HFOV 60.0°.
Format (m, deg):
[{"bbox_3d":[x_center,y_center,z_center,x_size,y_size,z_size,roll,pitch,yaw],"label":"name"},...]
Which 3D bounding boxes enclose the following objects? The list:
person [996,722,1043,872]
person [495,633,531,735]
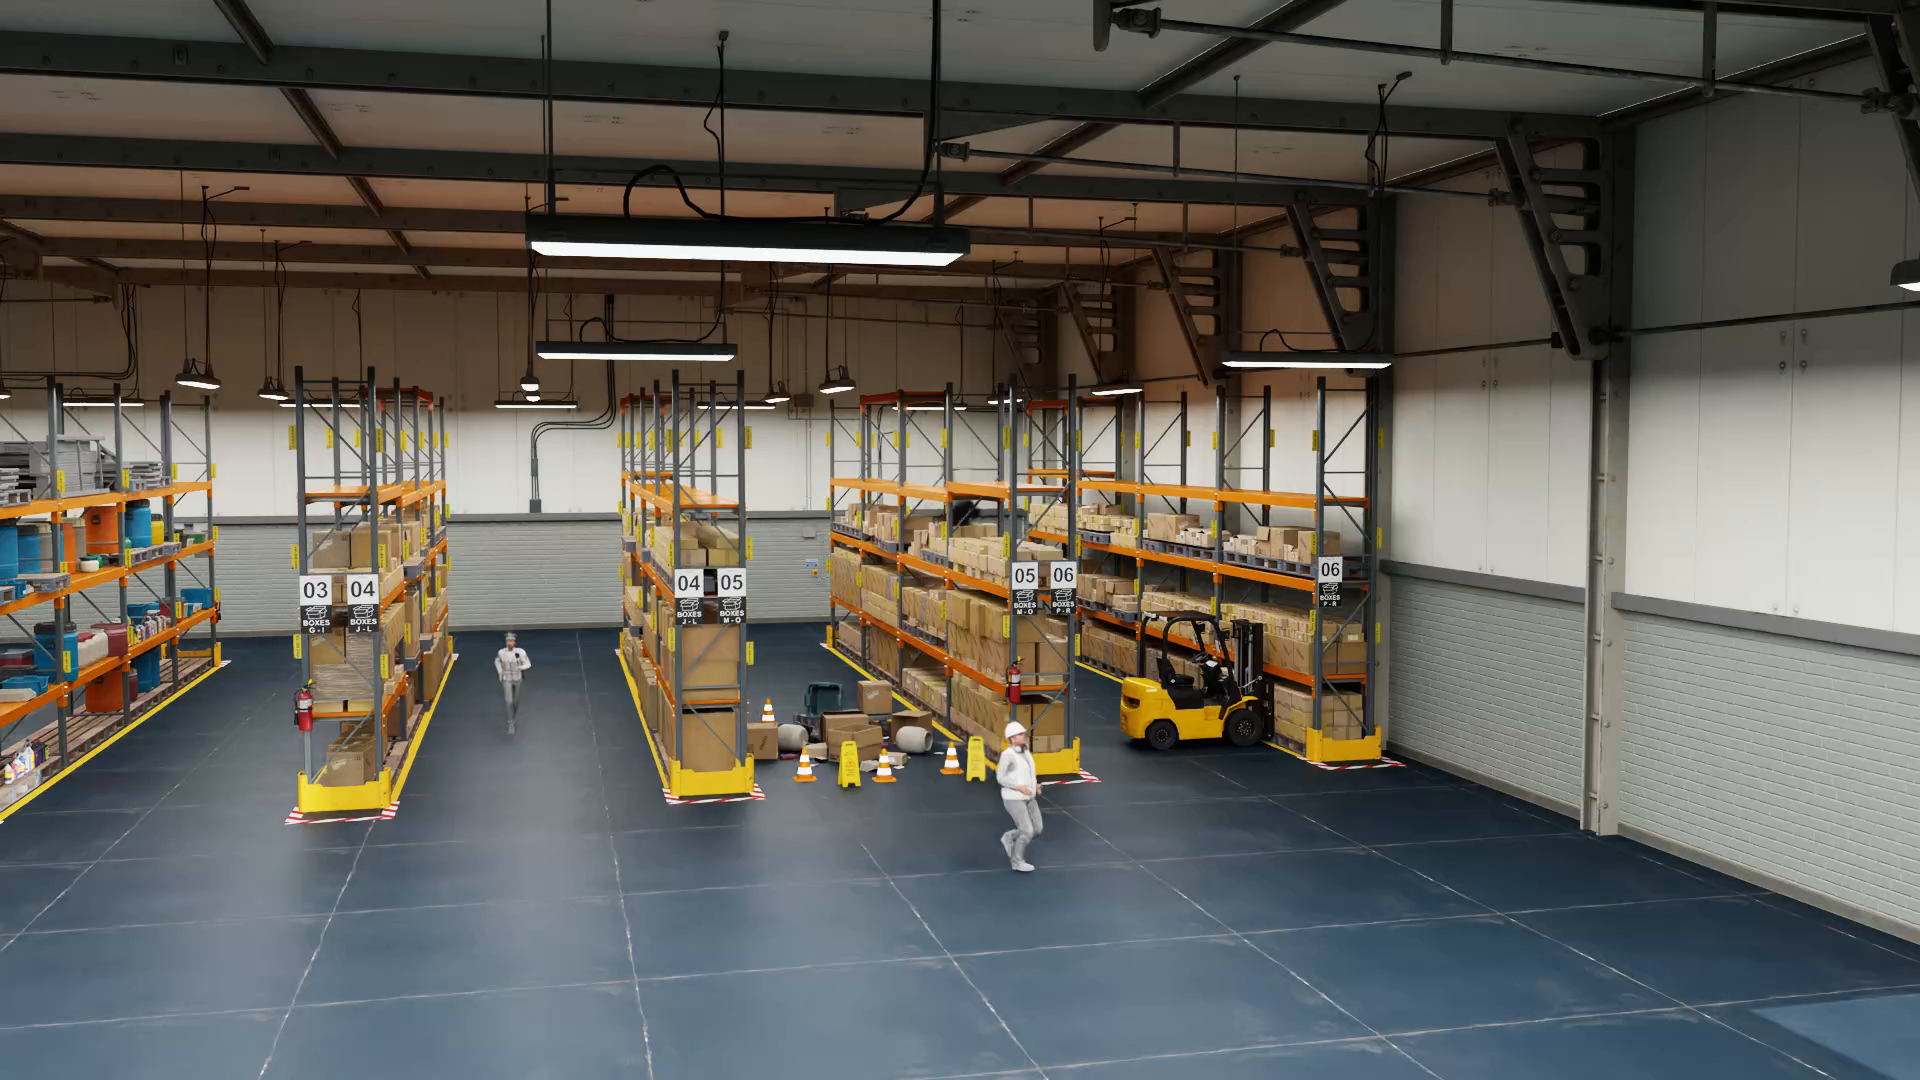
[{"bbox_3d":[0.686,2.983,19.364,0.607,1.722,0.656,2,4,35],"label":"person"},{"bbox_3d":[-7.702,2.445,28.679,0.597,1.721,0.849,-1,4,-17],"label":"person"}]
